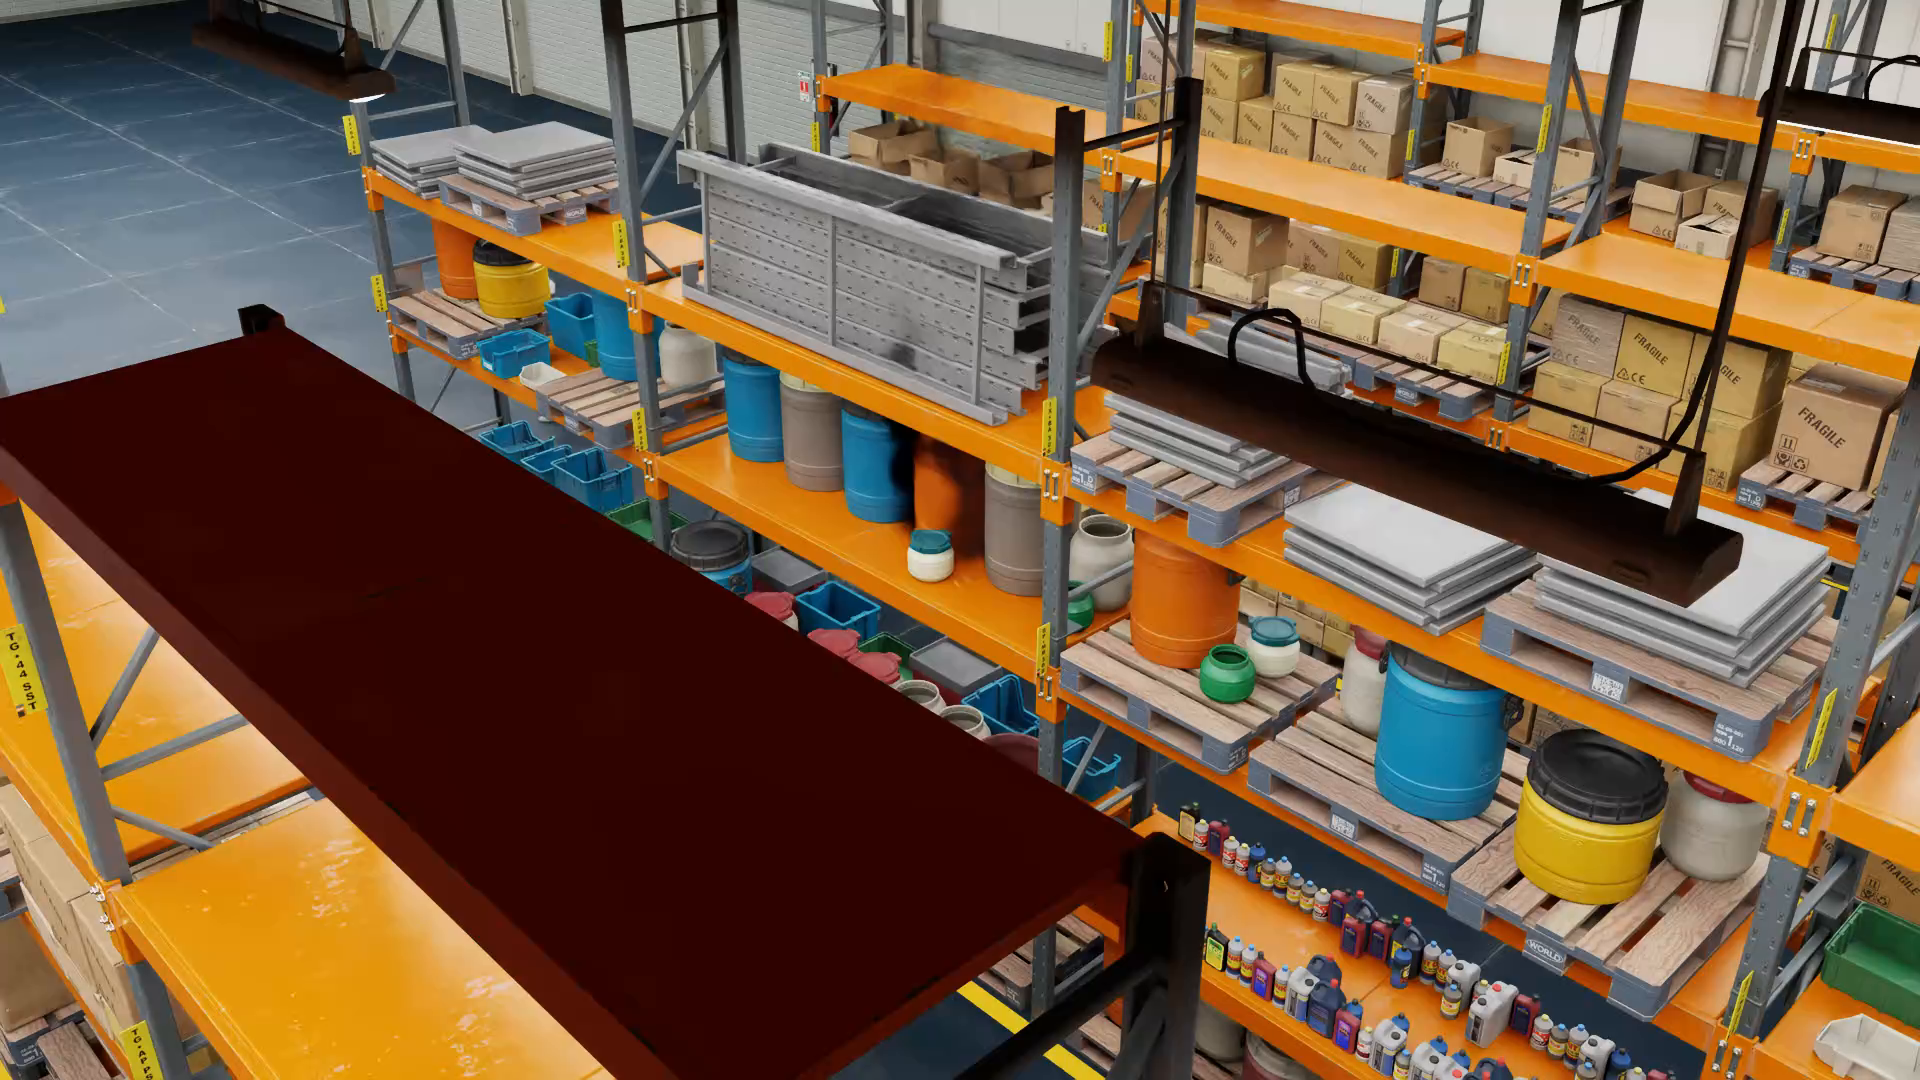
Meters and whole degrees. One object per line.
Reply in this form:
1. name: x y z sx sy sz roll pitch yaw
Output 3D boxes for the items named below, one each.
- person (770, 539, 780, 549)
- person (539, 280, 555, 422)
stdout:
1. person: -1.710 -0.270 15.590 0.521 1.650 0.612 20 34 32
2. person: -4.648 -2.168 19.093 0.561 1.731 0.693 -6 29 -11
